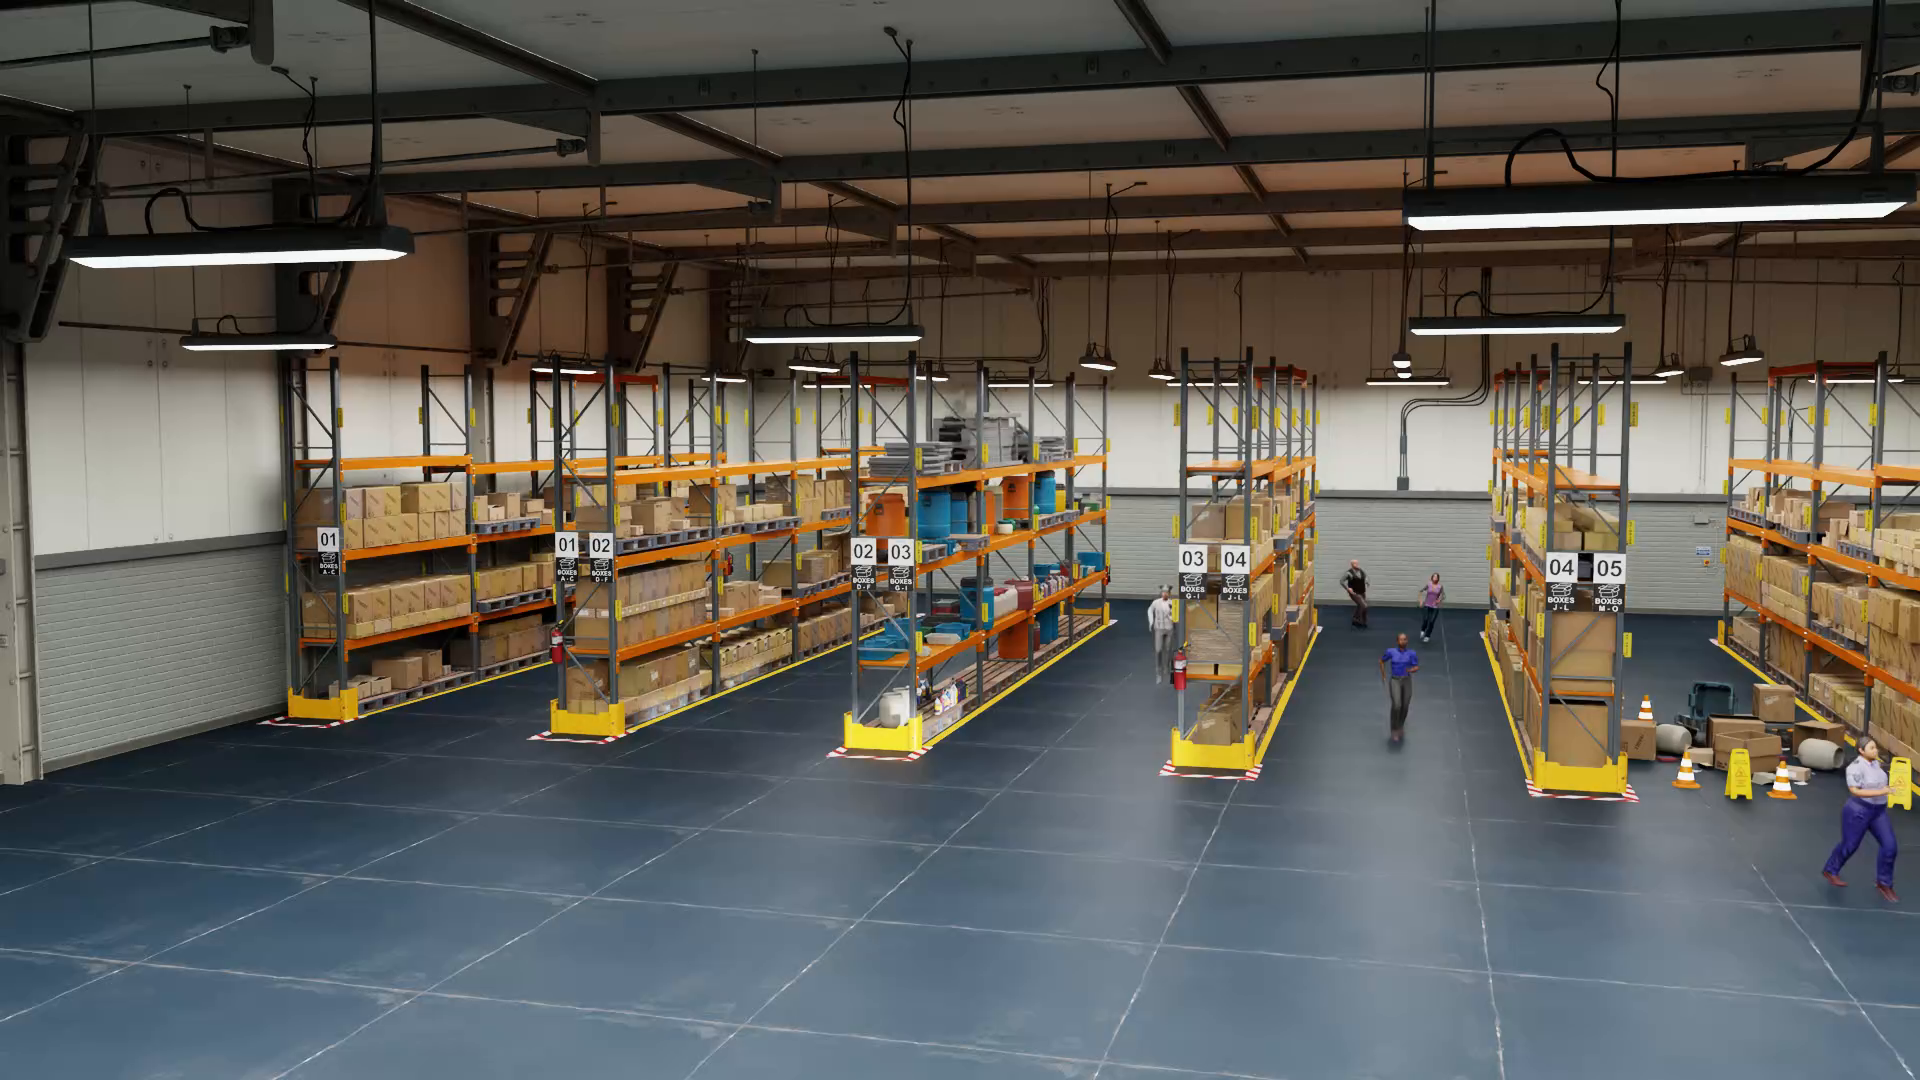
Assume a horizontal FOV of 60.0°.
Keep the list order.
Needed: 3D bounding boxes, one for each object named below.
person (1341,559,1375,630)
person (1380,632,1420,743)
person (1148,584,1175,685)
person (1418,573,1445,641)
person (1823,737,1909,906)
[{"bbox_3d":[9.467,1.295,39.492,0.777,1.729,0.749,-3,5,-36],"label":"person"},{"bbox_3d":[6.846,2.294,25.830,0.544,1.706,0.746,0,4,2],"label":"person"},{"bbox_3d":[3.675,1.678,29.954,0.580,1.793,0.723,0,4,7],"label":"person"},{"bbox_3d":[10.531,1.502,37.100,0.563,1.549,0.500,1,4,10],"label":"person"},{"bbox_3d":[9.494,2.898,17.378,0.587,1.690,0.838,-2,5,-24],"label":"person"}]
